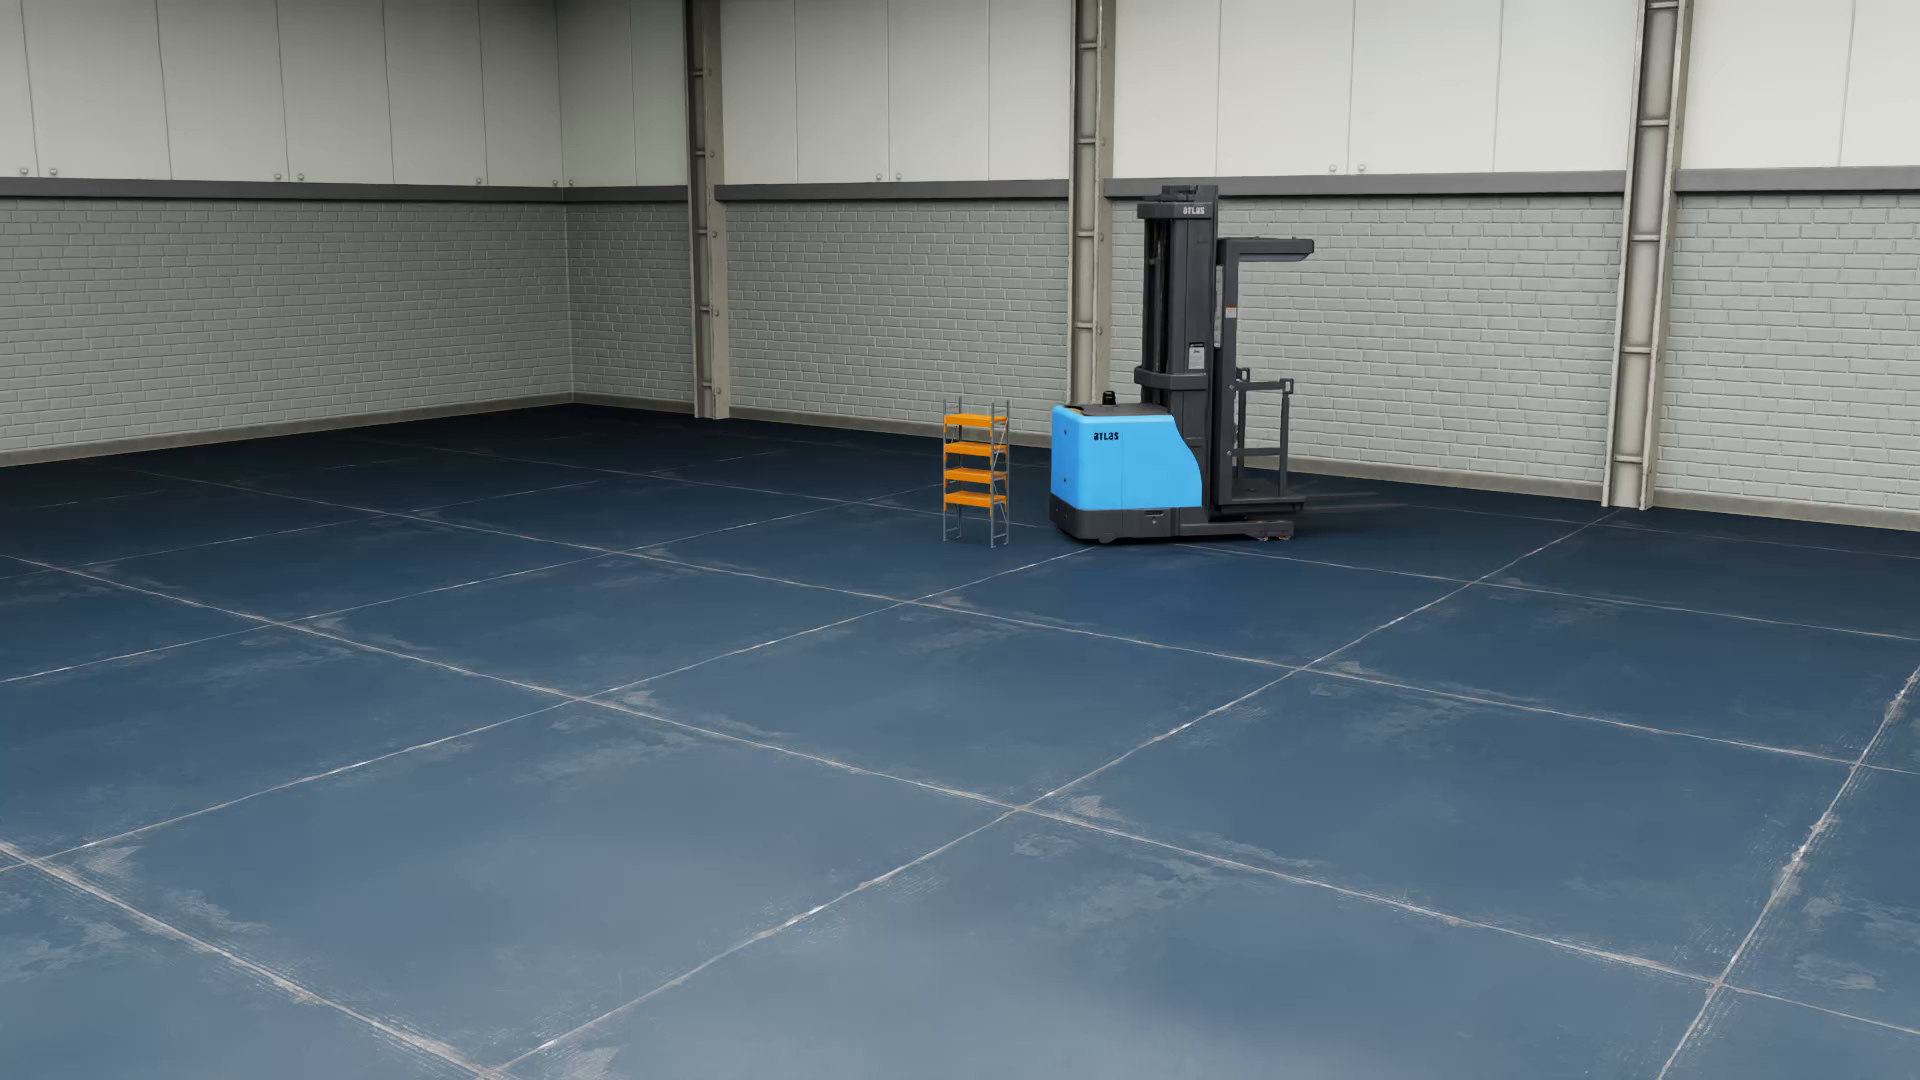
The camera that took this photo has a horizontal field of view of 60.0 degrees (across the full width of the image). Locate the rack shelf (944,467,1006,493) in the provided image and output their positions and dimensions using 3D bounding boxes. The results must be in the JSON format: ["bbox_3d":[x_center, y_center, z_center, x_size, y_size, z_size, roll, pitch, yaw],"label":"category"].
[{"bbox_3d":[0.133,-0.504,13.832,0.480,0.148,0.258,8,13,36],"label":"rack shelf"}]

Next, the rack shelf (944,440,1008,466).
[{"bbox_3d":[0.133,-0.724,13.790,0.480,0.148,0.258,8,13,36],"label":"rack shelf"}]

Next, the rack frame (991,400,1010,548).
[{"bbox_3d":[0.330,-0.543,13.678,0.015,1.200,0.240,8,13,36],"label":"rack frame"}]

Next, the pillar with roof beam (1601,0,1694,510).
[{"bbox_3d":[3.752,-4.082,11.438,0.400,9.000,9.100,8,13,36],"label":"pillar with roof beam"}]

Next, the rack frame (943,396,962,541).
[{"bbox_3d":[-0.063,-0.598,13.961,0.015,1.200,0.240,8,13,36],"label":"rack frame"}]

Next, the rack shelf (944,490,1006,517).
[{"bbox_3d":[0.133,-0.309,13.870,0.480,0.148,0.258,8,13,36],"label":"rack shelf"}]

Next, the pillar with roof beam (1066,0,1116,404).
[{"bbox_3d":[-1.084,-4.757,14.925,0.400,9.000,9.100,8,13,36],"label":"pillar with roof beam"}]

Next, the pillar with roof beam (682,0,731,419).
[{"bbox_3d":[-5.920,-5.431,18.411,0.400,9.000,9.100,8,13,36],"label":"pillar with roof beam"}]

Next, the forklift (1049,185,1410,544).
[{"bbox_3d":[2.353,-1.526,14.203,3.031,2.935,1.130,-2,11,-11],"label":"forklift"}]

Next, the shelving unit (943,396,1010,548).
[{"bbox_3d":[0.133,-0.570,13.820,0.503,1.200,0.258,8,13,36],"label":"shelving unit"}]

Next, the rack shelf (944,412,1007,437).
[{"bbox_3d":[0.133,-0.956,13.745,0.480,0.148,0.258,8,13,36],"label":"rack shelf"}]
